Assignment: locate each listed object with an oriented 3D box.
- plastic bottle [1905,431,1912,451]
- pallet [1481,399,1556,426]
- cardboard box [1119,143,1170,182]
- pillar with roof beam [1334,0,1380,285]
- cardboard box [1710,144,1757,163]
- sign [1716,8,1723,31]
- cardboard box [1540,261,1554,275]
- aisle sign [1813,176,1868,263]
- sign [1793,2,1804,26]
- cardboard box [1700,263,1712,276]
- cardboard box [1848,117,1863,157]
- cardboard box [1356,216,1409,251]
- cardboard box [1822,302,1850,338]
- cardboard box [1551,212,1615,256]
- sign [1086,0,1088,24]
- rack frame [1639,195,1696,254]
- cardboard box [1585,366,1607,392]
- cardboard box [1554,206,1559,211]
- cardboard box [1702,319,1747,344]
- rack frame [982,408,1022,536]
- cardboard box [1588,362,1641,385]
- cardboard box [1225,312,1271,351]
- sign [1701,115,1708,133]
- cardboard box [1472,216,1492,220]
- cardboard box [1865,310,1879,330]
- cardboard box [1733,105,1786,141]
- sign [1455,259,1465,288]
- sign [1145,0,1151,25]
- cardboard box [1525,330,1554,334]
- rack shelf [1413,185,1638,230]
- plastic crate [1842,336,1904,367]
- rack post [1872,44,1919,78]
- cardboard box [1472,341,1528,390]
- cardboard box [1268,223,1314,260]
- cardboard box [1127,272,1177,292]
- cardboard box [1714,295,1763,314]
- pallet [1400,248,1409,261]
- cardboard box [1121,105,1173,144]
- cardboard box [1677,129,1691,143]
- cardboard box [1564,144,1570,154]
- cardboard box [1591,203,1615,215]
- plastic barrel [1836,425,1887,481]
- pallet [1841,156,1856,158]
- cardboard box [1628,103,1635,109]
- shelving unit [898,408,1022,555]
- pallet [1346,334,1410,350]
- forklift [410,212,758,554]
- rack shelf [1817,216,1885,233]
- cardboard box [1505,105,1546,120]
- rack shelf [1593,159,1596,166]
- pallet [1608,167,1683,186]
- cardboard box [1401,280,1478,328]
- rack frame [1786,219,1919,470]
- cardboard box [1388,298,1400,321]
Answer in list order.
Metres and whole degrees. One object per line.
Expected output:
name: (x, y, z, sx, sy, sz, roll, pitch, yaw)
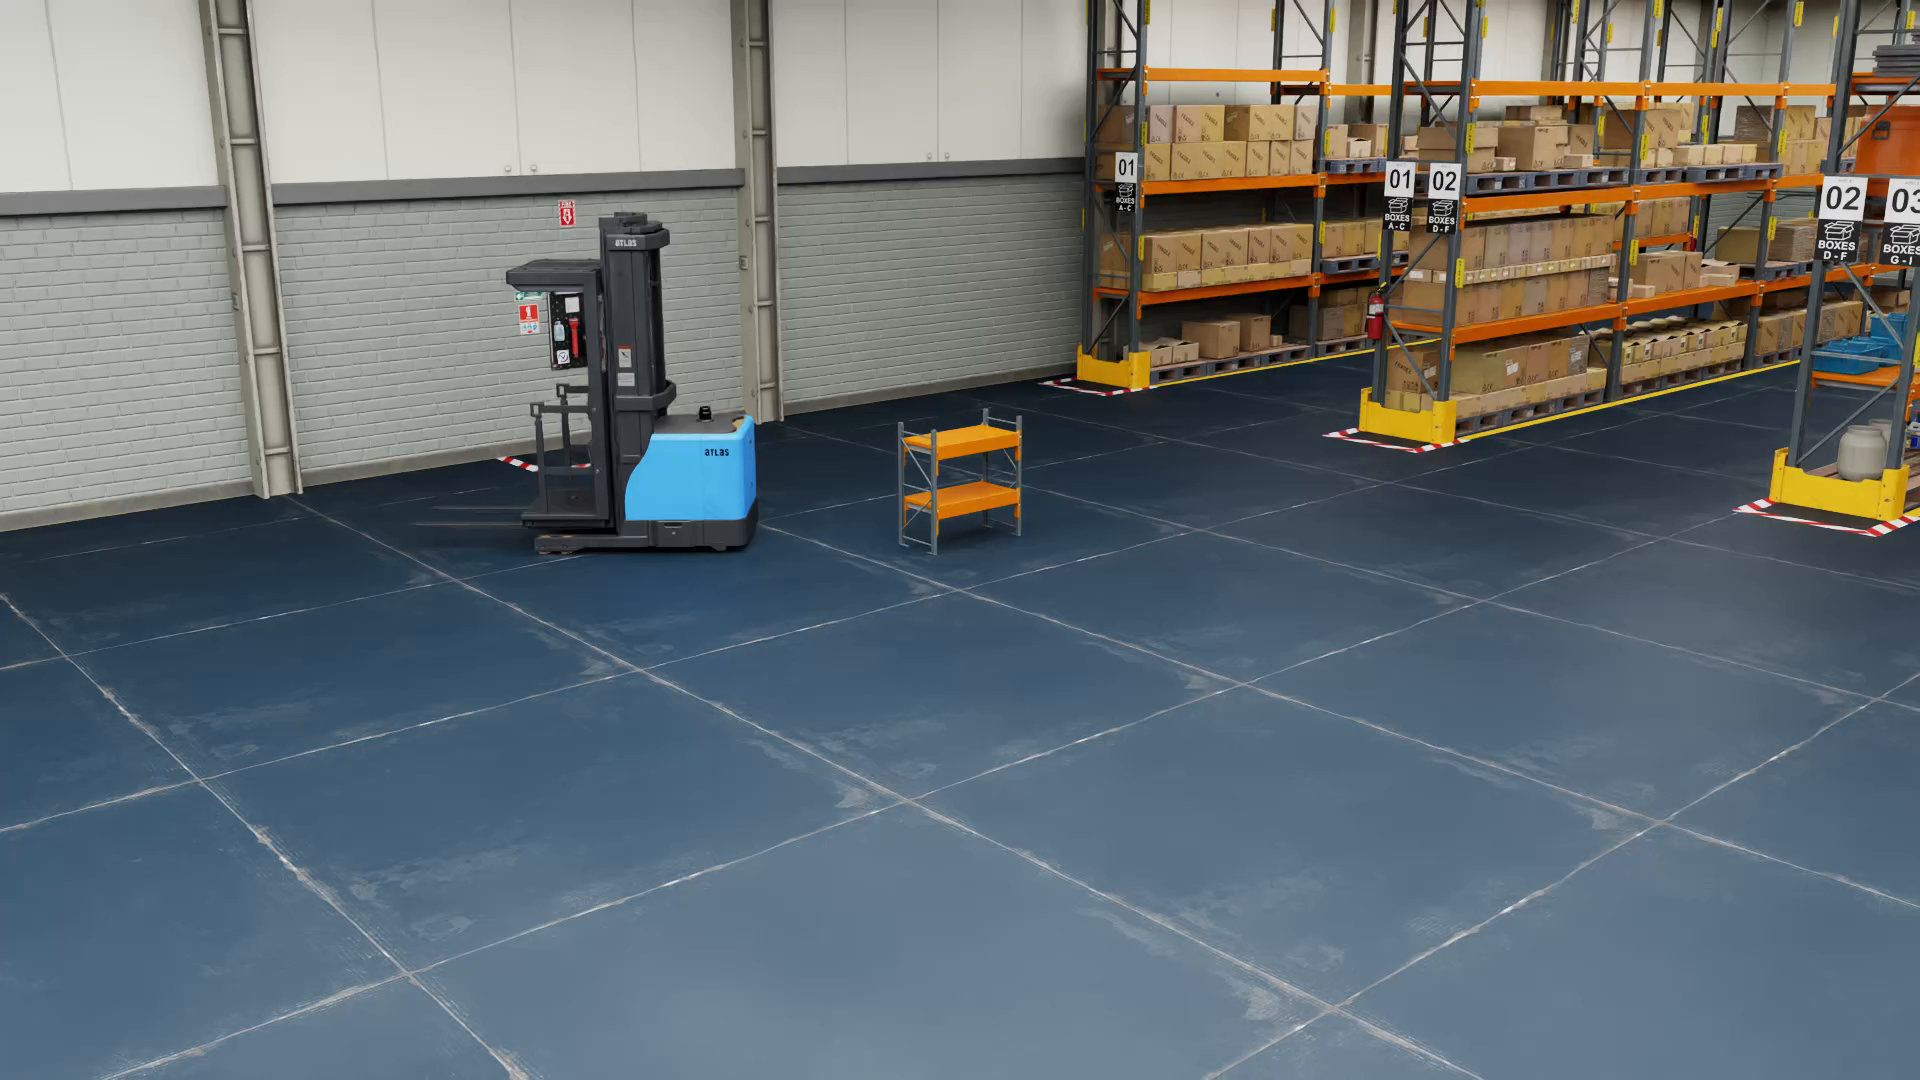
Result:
plastic bottle: (10.259, -1.075, 18.030, 0.097, 0.201, 0.097, 0, 15, 0)
pallet: (6.834, -1.705, 21.224, 1.213, 0.211, 1.003, -13, 19, -39)
cardboard box: (2.527, -5.188, 22.814, 0.500, 0.500, 0.500, -12, 19, -38)
pillar with roof beam: (9.423, -7.036, 24.154, 0.400, 9.000, 9.100, -13, 19, -39)
cardboard box: (11.095, -5.556, 23.901, 0.500, 0.250, 0.500, 14, 21, 43)
sign: (11.037, -7.556, 24.136, 0.005, 0.325, 0.100, -13, 19, -39)
cardboard box: (7.161, -3.400, 20.715, 0.250, 0.149, 0.380, -12, 19, -38)
aisle sign: (8.365, -3.045, 15.801, 0.004, 0.787, 0.394, -13, 19, -39)
sign: (11.767, -7.383, 23.335, 0.005, 0.325, 0.100, -13, 19, -39)
cardboard box: (10.598, -3.907, 24.238, 0.500, 0.311, 0.500, -13, 20, -40)
cardboard box: (13.989, -6.419, 26.456, 0.600, 0.600, 0.600, 14, 20, 42)
cardboard box: (6.872, -4.992, 27.079, 0.500, 0.500, 0.700, -13, 19, -39)
cardboard box: (13.855, -3.525, 26.625, 0.500, 0.500, 0.500, -13, 19, -39)
cardboard box: (8.052, -3.985, 21.649, 0.500, 0.500, 0.700, -13, 19, -39)
sign: (1.762, -7.210, 22.689, 0.005, 0.325, 0.100, -13, 19, -39)
rack frame: (14.181, -6.383, 33.334, 0.127, 3.000, 1.000, -13, 19, -39)
cardboard box: (8.176, -2.140, 21.963, 0.500, 0.250, 0.500, -13, 19, -39)
cardboard box: (10.587, -6.056, 29.846, 0.500, 0.250, 0.500, -12, 19, -38)
cardboard box: (11.167, -3.073, 24.369, 0.500, 0.311, 0.500, -12, 19, -38)
rack frame: (0.389, -0.631, 15.432, 0.032, 1.125, 0.500, -13, 19, -39)
cardboard box: (8.850, -2.281, 22.491, 0.500, 0.250, 0.500, -13, 20, -41)
cardboard box: (4.371, -3.171, 25.302, 0.500, 0.500, 0.500, 14, 21, 43)
sign: (14.526, -8.114, 32.438, 0.005, 0.325, 0.100, -13, 19, -39)
cardboard box: (8.680, -5.262, 28.328, 0.500, 0.500, 0.500, -12, 19, -38)
cardboard box: (14.876, -3.684, 27.588, 0.500, 0.311, 0.500, -13, 19, -39)
cardboard box: (11.733, -6.117, 24.395, 0.500, 0.500, 0.500, -13, 19, -39)
sign: (5.725, -3.056, 19.048, 0.005, 0.325, 0.100, -13, 19, -39)
sign: (2.467, -6.955, 21.886, 0.005, 0.325, 0.100, -13, 19, -39)
cardboard box: (7.455, -2.519, 21.930, 0.500, 0.500, 0.500, -13, 19, -39)
rack shelf: (6.874, -4.149, 20.553, 4.000, 0.370, 1.077, -13, 19, -39)
plastic crate: (9.289, -1.924, 16.928, 0.408, 0.251, 0.499, -13, 19, -39)
rack post: (9.268, -4.504, 15.643, 0.954, 0.300, 0.937, -10, 18, -33)
cardboard box: (6.660, -2.165, 20.605, 0.500, 0.500, 0.500, -13, 19, -39)
cardboard box: (4.974, -4.509, 25.118, 0.500, 0.500, 0.500, -13, 20, -39)
cardboard box: (2.687, -3.631, 23.281, 0.500, 0.250, 0.500, -13, 20, -41)
cardboard box: (11.991, -3.646, 25.624, 0.500, 0.250, 0.500, -12, 19, -37)
pallet: (7.678, -4.794, 27.755, 1.003, 0.211, 1.213, -13, 19, -39)
cardboard box: (2.561, -5.681, 22.722, 0.500, 0.500, 0.500, 14, 21, 43)
cardboard box: (13.802, -7.835, 32.241, 0.500, 0.250, 0.500, -12, 19, -38)
cardboard box: (7.422, -4.938, 21.198, 0.500, 0.311, 0.500, -14, 20, -42)
cardboard box: (11.583, -5.939, 31.090, 0.700, 0.700, 0.980, -12, 19, -39)
plastic barrel: (9.060, -0.871, 16.706, 0.421, 0.512, 0.421, 0, 15, 0)
pallet: (13.880, -6.003, 26.464, 1.003, 0.211, 1.213, -13, 19, -39)
cardboard box: (12.269, -7.850, 30.844, 0.500, 0.500, 0.500, -13, 20, -40)
shelving unit: (0.005, -0.545, 15.109, 1.048, 1.125, 0.538, -13, 19, -39)
pallet: (6.635, -3.343, 27.356, 1.213, 0.211, 1.003, -13, 19, -39)
forklift: (-3.414, -1.426, 14.908, 3.031, 2.935, 1.130, 0, 15, 0)
rack shelf: (10.123, -3.184, 16.940, 4.000, 0.370, 1.077, -13, 19, -39)
cardboard box: (10.007, -7.558, 29.420, 0.500, 0.250, 0.500, -13, 20, -41)
rack shelf: (9.654, -6.468, 29.234, 4.000, 0.370, 1.077, -13, 19, -39)
pallet: (9.040, -4.895, 22.322, 1.217, 0.209, 0.805, -14, 20, -42)
cardboard box: (5.726, -2.834, 19.852, 0.500, 0.500, 0.700, -13, 19, -39)
rack frame: (8.614, -1.744, 15.966, 0.127, 3.000, 1.000, -13, 19, -39)
cardboard box: (6.815, -3.746, 27.454, 0.500, 0.500, 0.700, -13, 20, -40)
